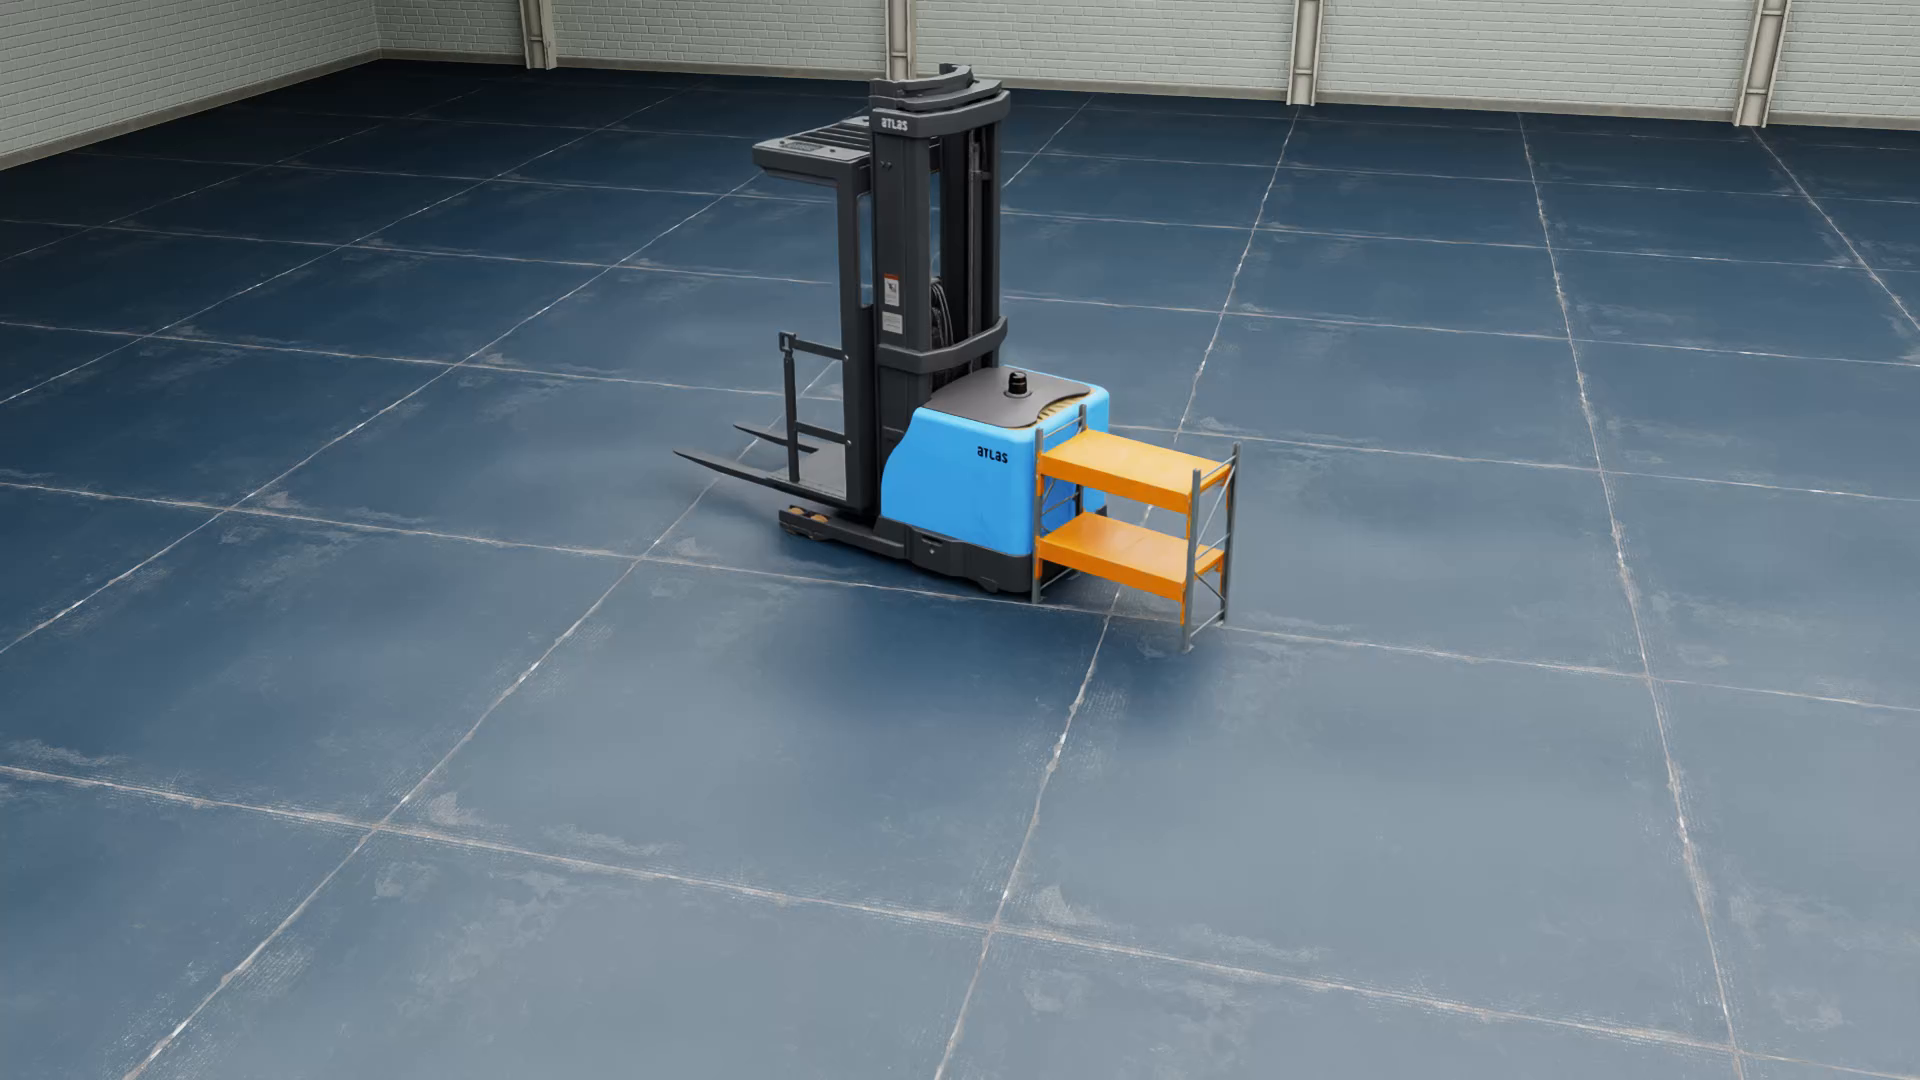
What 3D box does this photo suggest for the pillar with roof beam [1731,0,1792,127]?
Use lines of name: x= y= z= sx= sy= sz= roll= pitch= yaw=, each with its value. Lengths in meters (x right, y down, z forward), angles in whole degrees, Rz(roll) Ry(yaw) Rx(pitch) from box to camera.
pillar with roof beam: x=9.657 y=-7.928 z=16.933 sx=0.400 sy=9.000 sz=9.100 roll=6 pitch=26 yaw=13

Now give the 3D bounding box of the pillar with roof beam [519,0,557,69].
pillar with roof beam: x=-7.776 y=-9.855 z=20.981 sx=0.400 sy=9.000 sz=9.100 roll=6 pitch=26 yaw=13

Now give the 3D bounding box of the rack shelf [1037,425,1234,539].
rack shelf: x=0.999 y=-0.345 z=9.485 sx=1.000 sy=0.278 sz=0.538 roll=18 pitch=31 yaw=32

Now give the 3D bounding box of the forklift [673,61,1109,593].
forklift: x=-0.565 y=-1.486 z=10.461 sx=3.031 sy=2.935 sz=1.130 roll=17 pitch=30 yaw=31

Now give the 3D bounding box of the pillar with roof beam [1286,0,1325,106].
pillar with roof beam: x=3.846 y=-8.570 z=18.282 sx=0.400 sy=9.000 sz=9.100 roll=6 pitch=26 yaw=13

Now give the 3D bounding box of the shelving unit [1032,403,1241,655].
shelving unit: x=0.999 y=-0.080 z=9.610 sx=1.048 sy=1.125 sz=0.538 roll=18 pitch=31 yaw=32

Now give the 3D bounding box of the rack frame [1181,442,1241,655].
rack frame: x=1.408 y=0.049 z=9.339 sx=0.032 sy=1.125 sz=0.500 roll=18 pitch=31 yaw=32

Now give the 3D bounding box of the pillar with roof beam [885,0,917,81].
pillar with roof beam: x=-1.965 y=-9.212 z=19.632 sx=0.400 sy=9.000 sz=9.100 roll=6 pitch=26 yaw=13

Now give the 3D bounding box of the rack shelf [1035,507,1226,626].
rack shelf: x=0.999 y=0.140 z=9.716 sx=1.000 sy=0.278 sz=0.538 roll=18 pitch=31 yaw=32

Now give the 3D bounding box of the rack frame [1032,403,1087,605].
rack frame: x=0.589 y=-0.210 z=9.882 sx=0.032 sy=1.125 sz=0.500 roll=18 pitch=31 yaw=32
